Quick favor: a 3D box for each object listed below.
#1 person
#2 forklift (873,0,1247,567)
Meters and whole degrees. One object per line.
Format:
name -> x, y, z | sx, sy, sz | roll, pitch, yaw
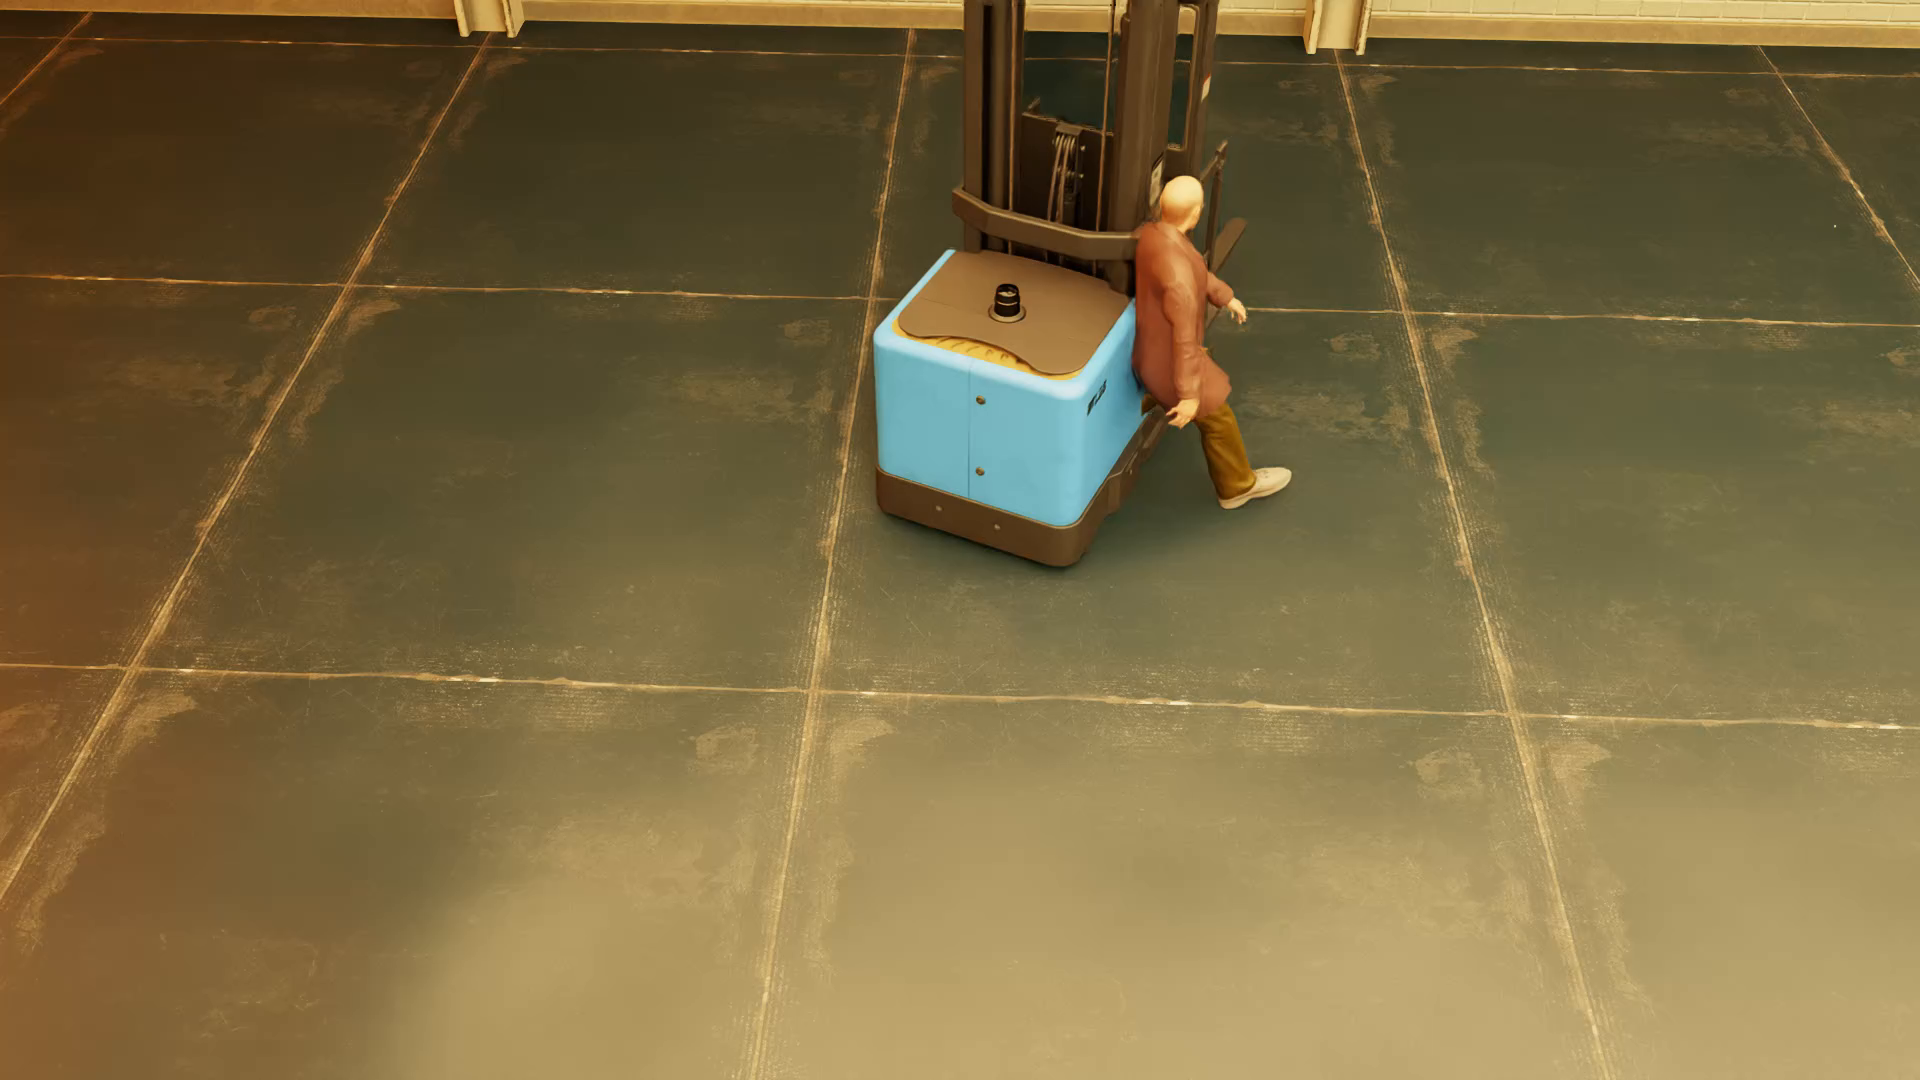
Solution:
person -> 1.063, -0.868, 7.608 | 0.991, 1.703, 0.799 | -12, 44, -13
forklift -> 0.696, -1.953, 7.882 | 1.130, 2.935, 3.031 | 18, 45, 19
